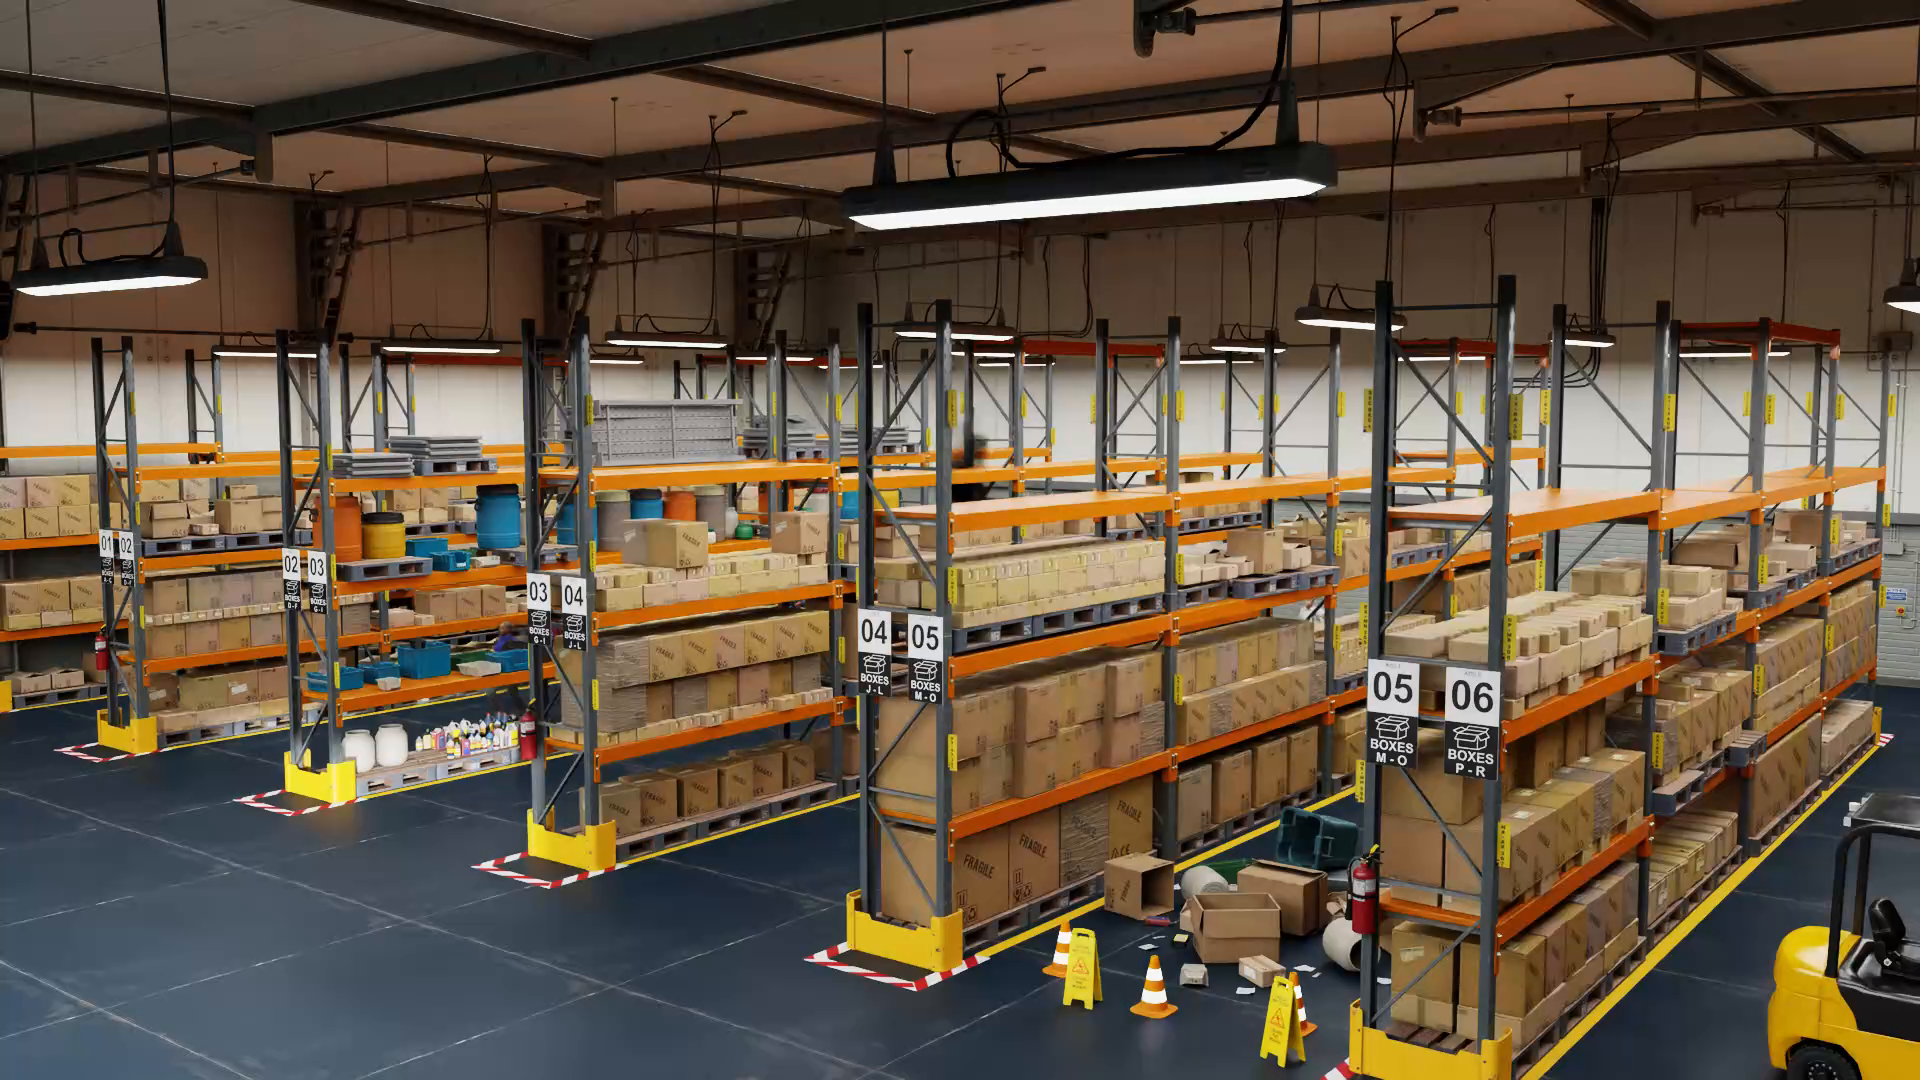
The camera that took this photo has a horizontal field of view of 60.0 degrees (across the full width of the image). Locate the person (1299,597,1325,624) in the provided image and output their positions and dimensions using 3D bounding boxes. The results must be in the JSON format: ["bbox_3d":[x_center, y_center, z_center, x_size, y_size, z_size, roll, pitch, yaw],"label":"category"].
[{"bbox_3d":[6.210,1.775,29.355,0.615,1.750,0.733,3,6,32],"label":"person"}]

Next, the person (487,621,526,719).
[{"bbox_3d":[-7.054,2.104,25.855,0.555,1.716,0.734,3,6,32],"label":"person"}]

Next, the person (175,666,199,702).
[{"bbox_3d":[-12.568,1.999,27.127,0.519,1.612,0.789,2,5,21],"label":"person"}]
